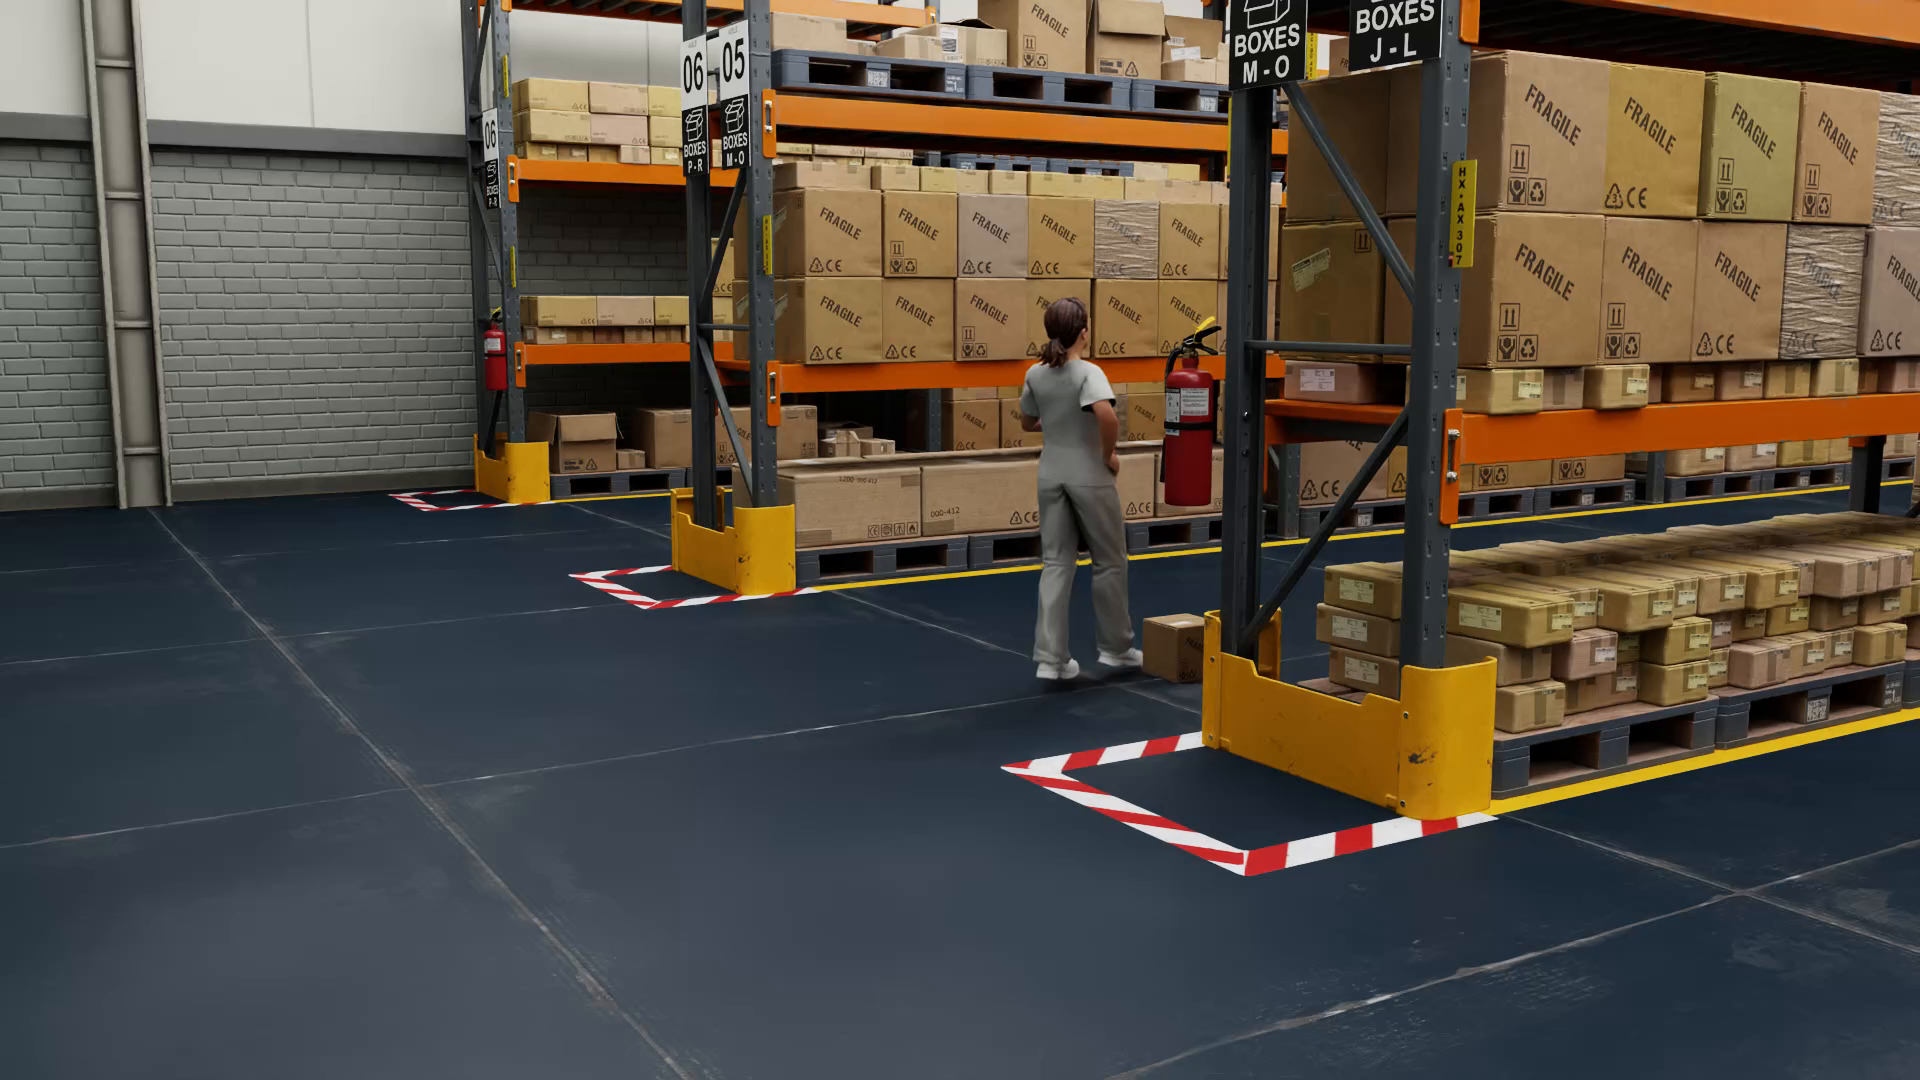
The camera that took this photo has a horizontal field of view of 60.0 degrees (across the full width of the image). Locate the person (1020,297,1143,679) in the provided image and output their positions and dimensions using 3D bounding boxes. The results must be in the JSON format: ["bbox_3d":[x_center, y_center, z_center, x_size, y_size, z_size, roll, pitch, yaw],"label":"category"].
[{"bbox_3d":[0.574,-0.228,7.277,0.595,1.655,0.718,6,10,34],"label":"person"}]
